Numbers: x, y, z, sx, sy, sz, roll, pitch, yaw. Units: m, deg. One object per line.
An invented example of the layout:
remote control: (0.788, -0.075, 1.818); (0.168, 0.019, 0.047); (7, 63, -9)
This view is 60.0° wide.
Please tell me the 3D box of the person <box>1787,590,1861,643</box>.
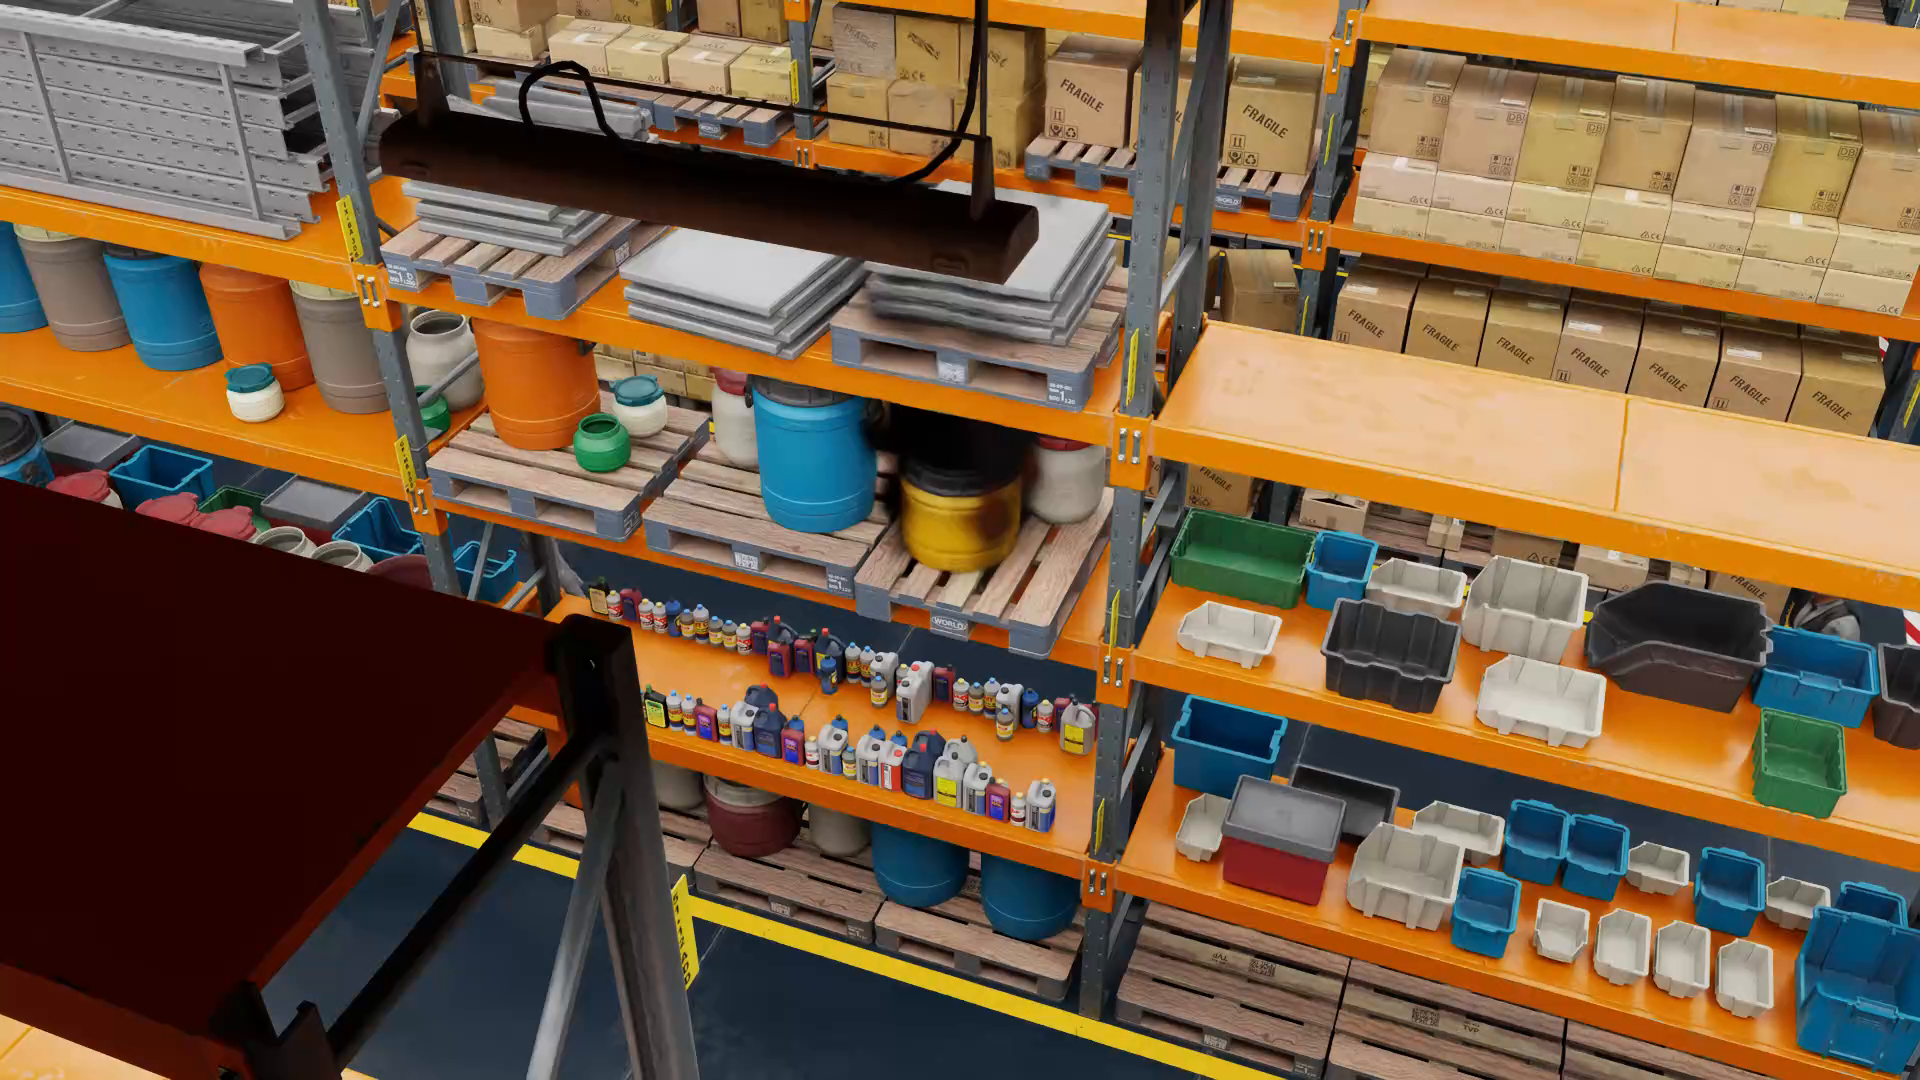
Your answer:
person: (5.453, 0.858, 10.831); (0.608, 1.664, 0.674); (-5, 37, -7)

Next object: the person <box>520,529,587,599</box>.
person: (-3.079, -0.160, 12.140); (0.672, 1.750, 0.697); (12, 38, 16)
